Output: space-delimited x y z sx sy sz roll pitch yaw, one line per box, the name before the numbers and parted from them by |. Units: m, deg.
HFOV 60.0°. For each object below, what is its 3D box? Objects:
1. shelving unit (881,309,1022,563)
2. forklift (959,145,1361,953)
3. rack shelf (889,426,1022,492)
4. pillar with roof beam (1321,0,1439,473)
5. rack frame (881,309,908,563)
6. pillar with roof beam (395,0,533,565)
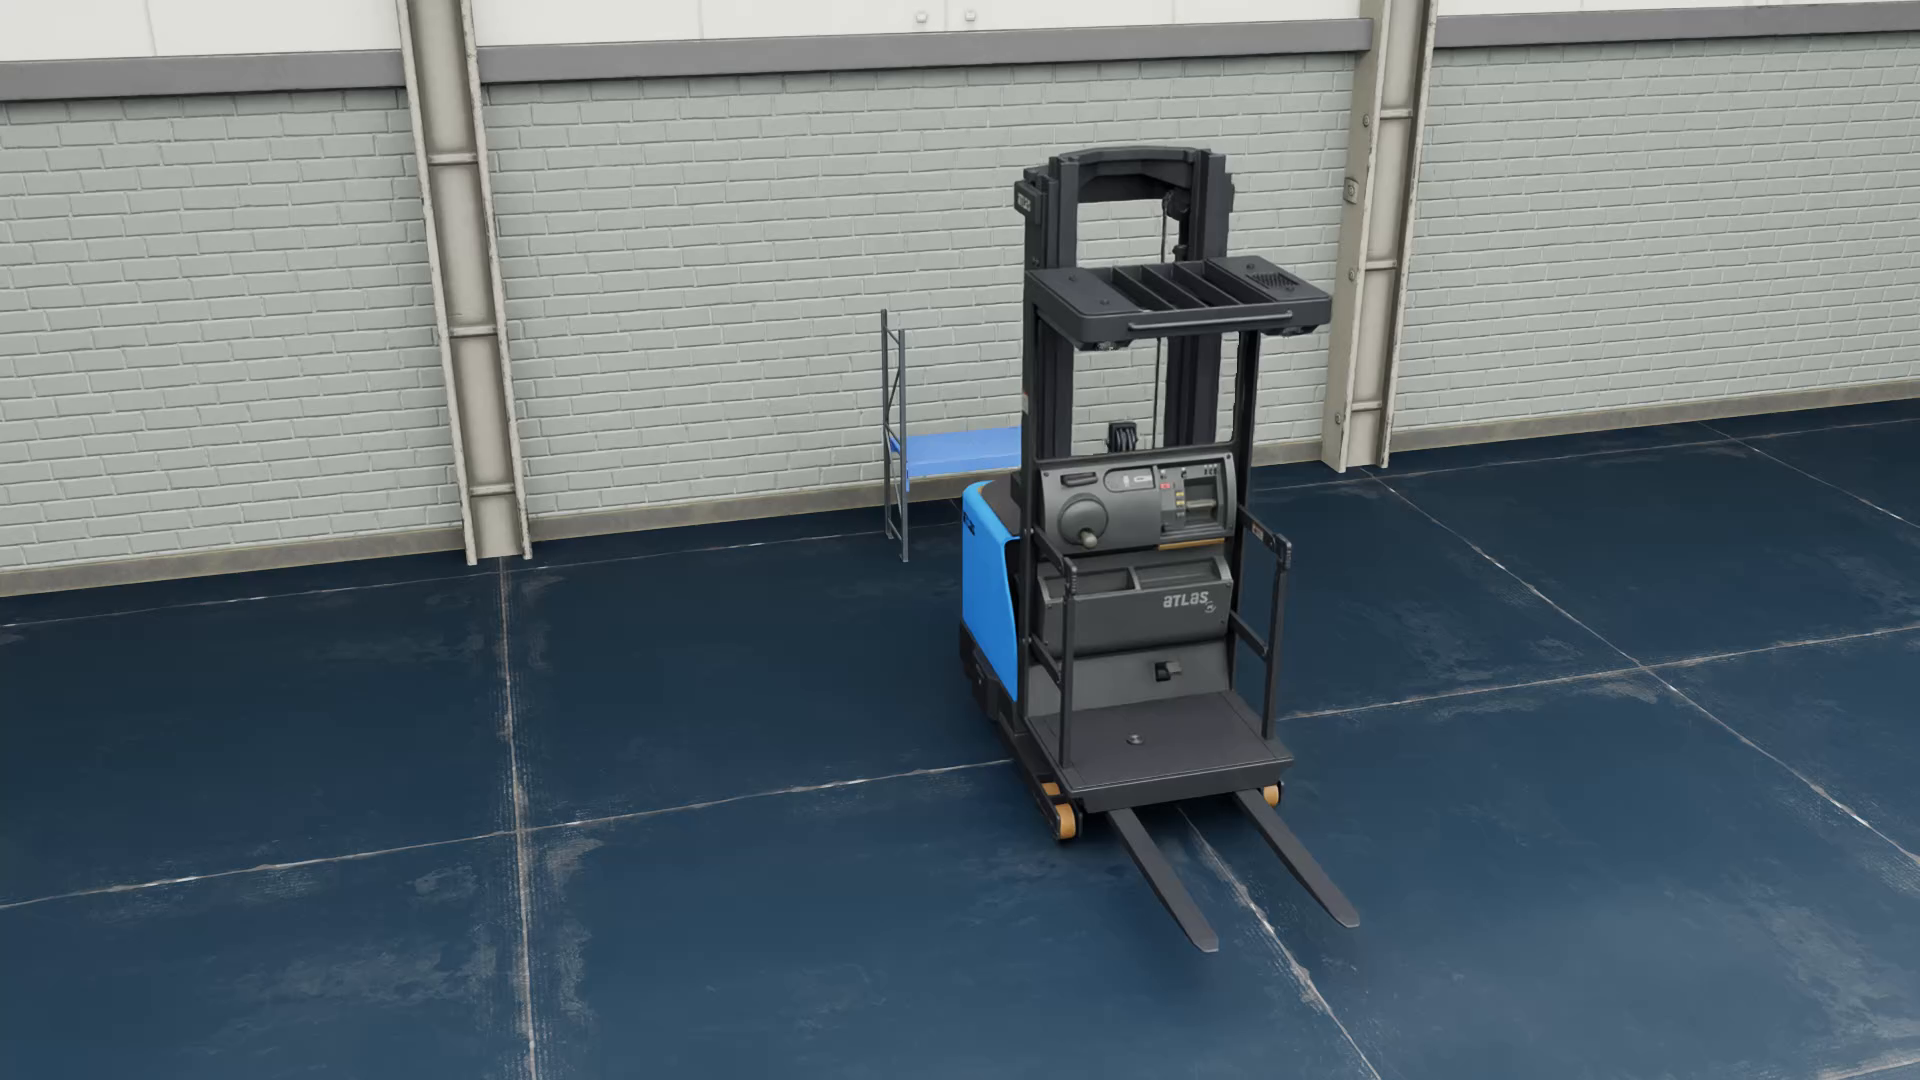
shelving unit | 0.082 -0.698 10.475 1.048 1.500 0.538 -6 24 -14
forklift | 0.876 -0.152 7.386 1.130 2.935 3.031 -6 24 -14
rack shelf | 0.082 -0.533 10.546 1.000 0.185 0.538 -6 24 -14
pillar with roof beam | 4.015 -3.061 6.472 0.400 9.000 9.100 -6 24 -14
rack frame | -0.407 -0.644 10.349 0.032 1.500 0.500 -6 24 -14
pillar with roof beam | -1.762 -2.422 4.983 0.400 9.000 9.100 -6 24 -14
